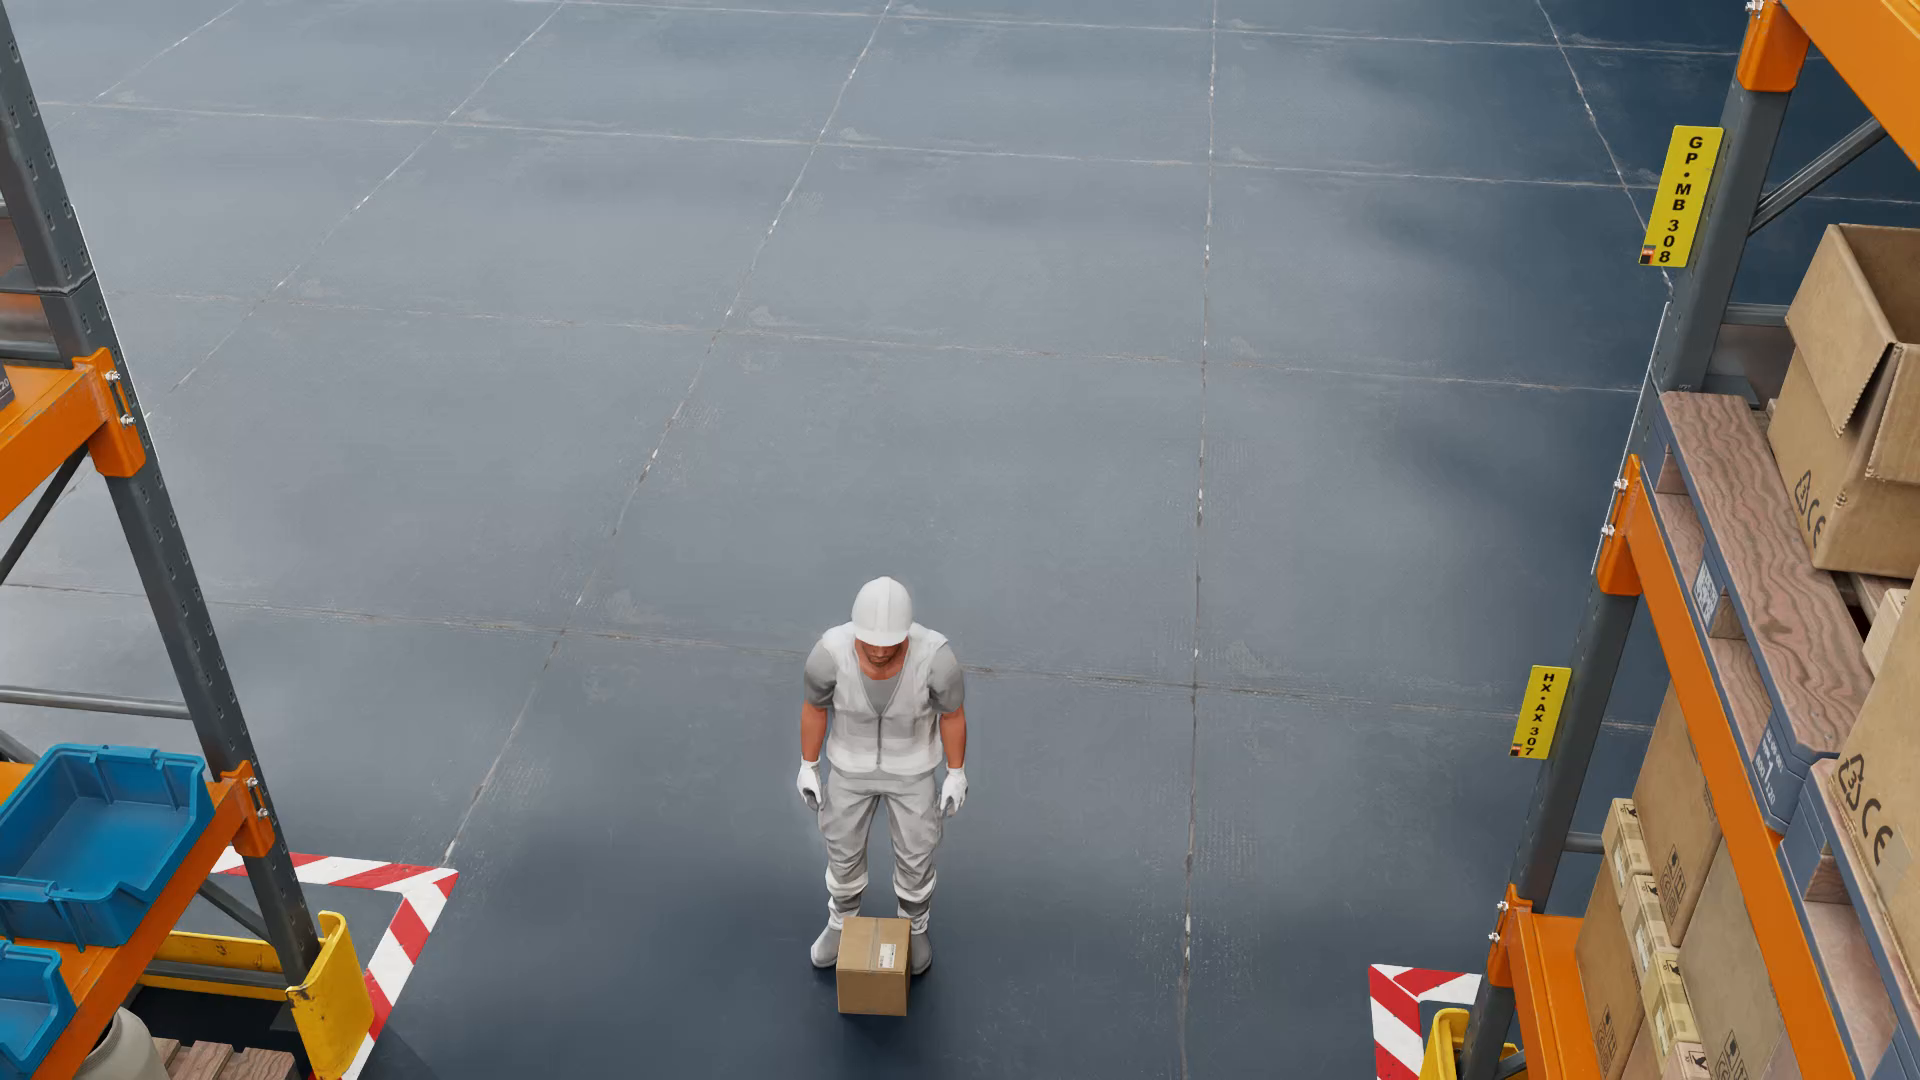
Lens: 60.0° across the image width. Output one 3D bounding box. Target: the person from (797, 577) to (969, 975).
[{"bbox_3d":[-0.274,0.827,5.883,0.613,1.778,0.452,2,36,3],"label":"person"}]
